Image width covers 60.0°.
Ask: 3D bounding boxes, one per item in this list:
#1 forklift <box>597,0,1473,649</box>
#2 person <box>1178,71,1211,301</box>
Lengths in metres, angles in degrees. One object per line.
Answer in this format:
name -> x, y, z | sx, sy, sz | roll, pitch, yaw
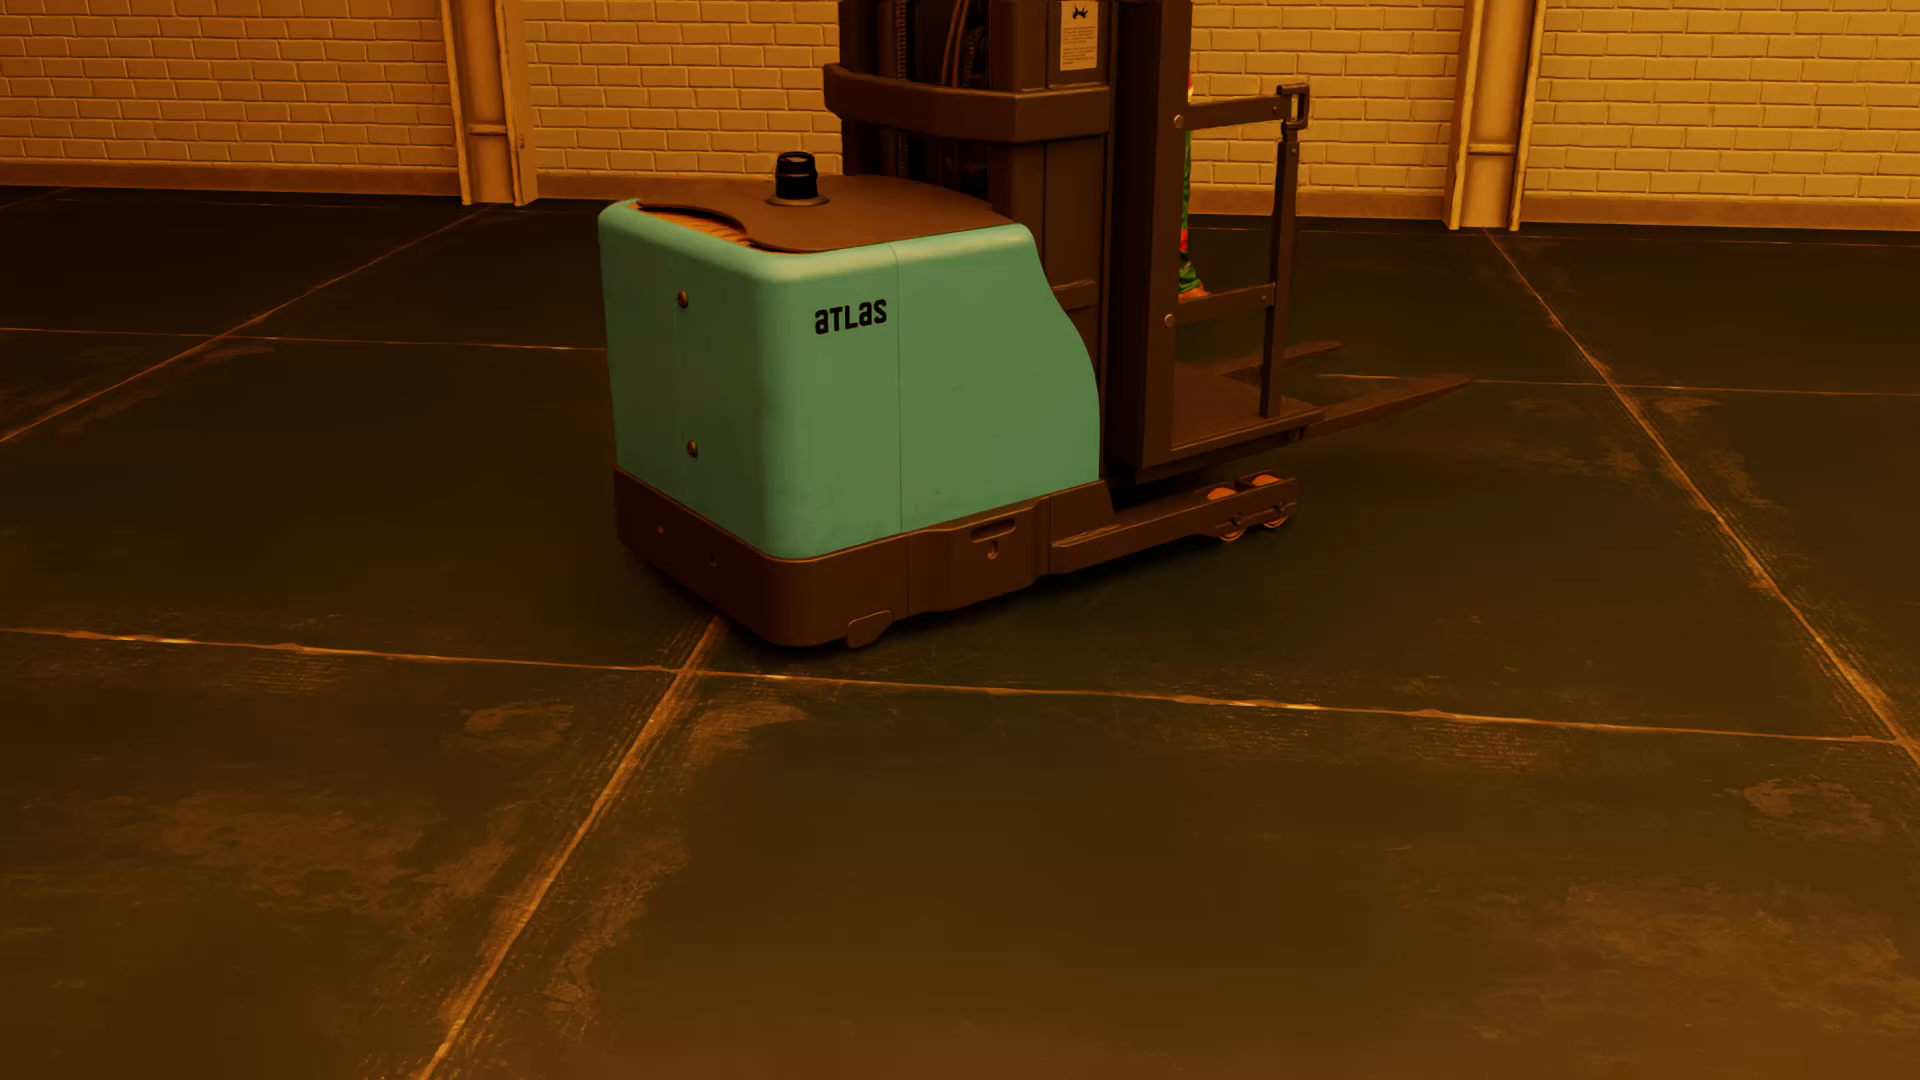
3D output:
forklift -> 0.452, -1.496, 4.969 | 3.031, 2.935, 1.130 | -16, 27, -34
person -> 1.024, -2.022, 7.783 | 0.565, 1.788, 0.637 | 3, 22, 6
